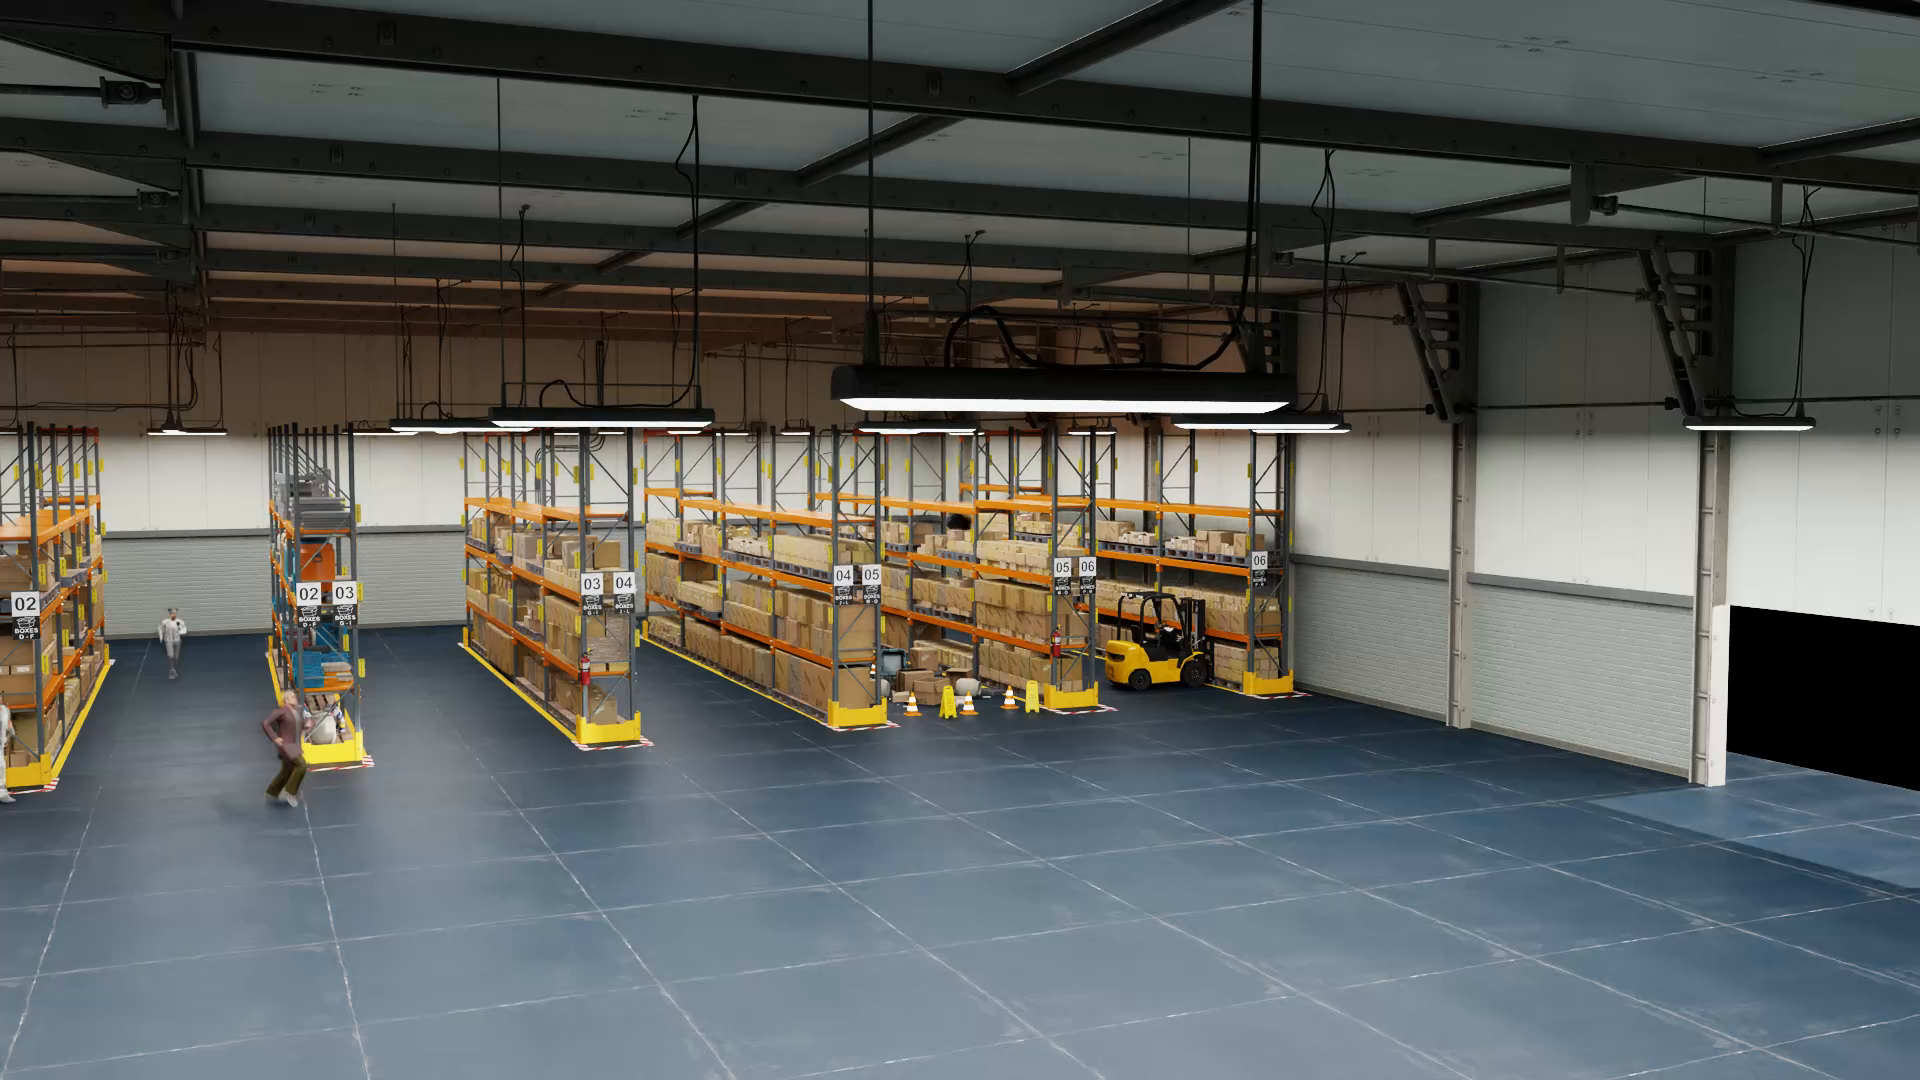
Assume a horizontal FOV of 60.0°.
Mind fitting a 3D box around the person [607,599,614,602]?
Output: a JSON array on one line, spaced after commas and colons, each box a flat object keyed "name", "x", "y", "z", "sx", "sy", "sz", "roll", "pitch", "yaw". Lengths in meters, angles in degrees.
[{"name": "person", "x": -10.210, "y": 2.008, "z": 47.834, "sx": 0.762, "sy": 1.632, "sz": 0.496, "roll": 1, "pitch": 4, "yaw": 15}]

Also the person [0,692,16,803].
[{"name": "person", "x": -15.185, "y": 3.204, "z": 26.133, "sx": 0.927, "sy": 1.768, "sz": 0.648, "roll": 1, "pitch": 4, "yaw": 15}]

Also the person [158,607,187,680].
[{"name": "person", "x": -18.741, "y": 2.464, "z": 39.609, "sx": 0.573, "sy": 1.738, "sz": 0.812, "roll": -3, "pitch": 4, "yaw": -36}]

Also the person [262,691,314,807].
[{"name": "person", "x": -10.513, "y": 3.265, "z": 26.027, "sx": 0.805, "sy": 1.806, "sz": 0.694, "roll": 0, "pitch": 3, "yaw": 5}]
